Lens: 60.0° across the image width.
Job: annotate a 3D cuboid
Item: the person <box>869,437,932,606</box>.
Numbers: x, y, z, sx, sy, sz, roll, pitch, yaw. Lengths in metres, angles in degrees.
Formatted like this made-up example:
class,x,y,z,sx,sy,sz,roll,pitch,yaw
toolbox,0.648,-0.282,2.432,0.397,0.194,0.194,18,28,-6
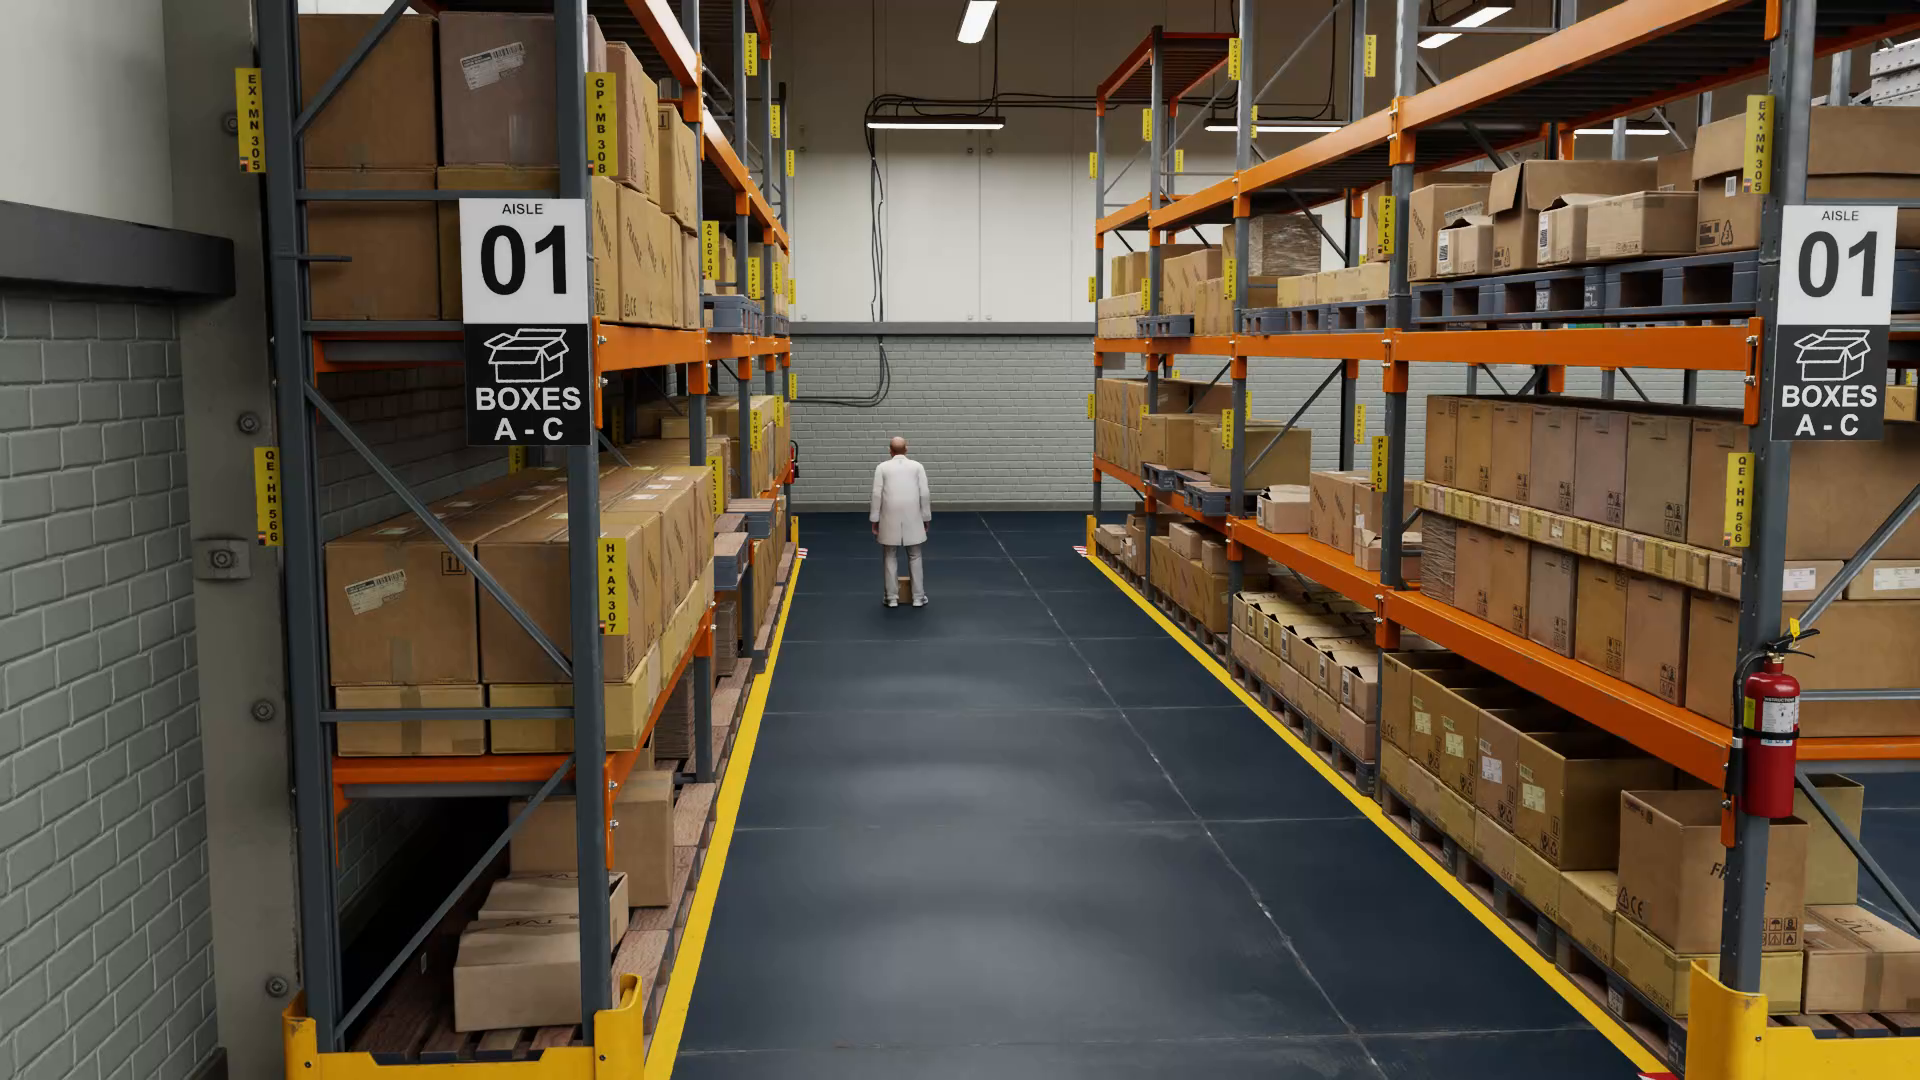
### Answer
class,x,y,z,sx,sy,sz,roll,pitch,yaw
person,-0.623,-0.194,17.452,0.655,1.774,0.416,-1,7,-5
